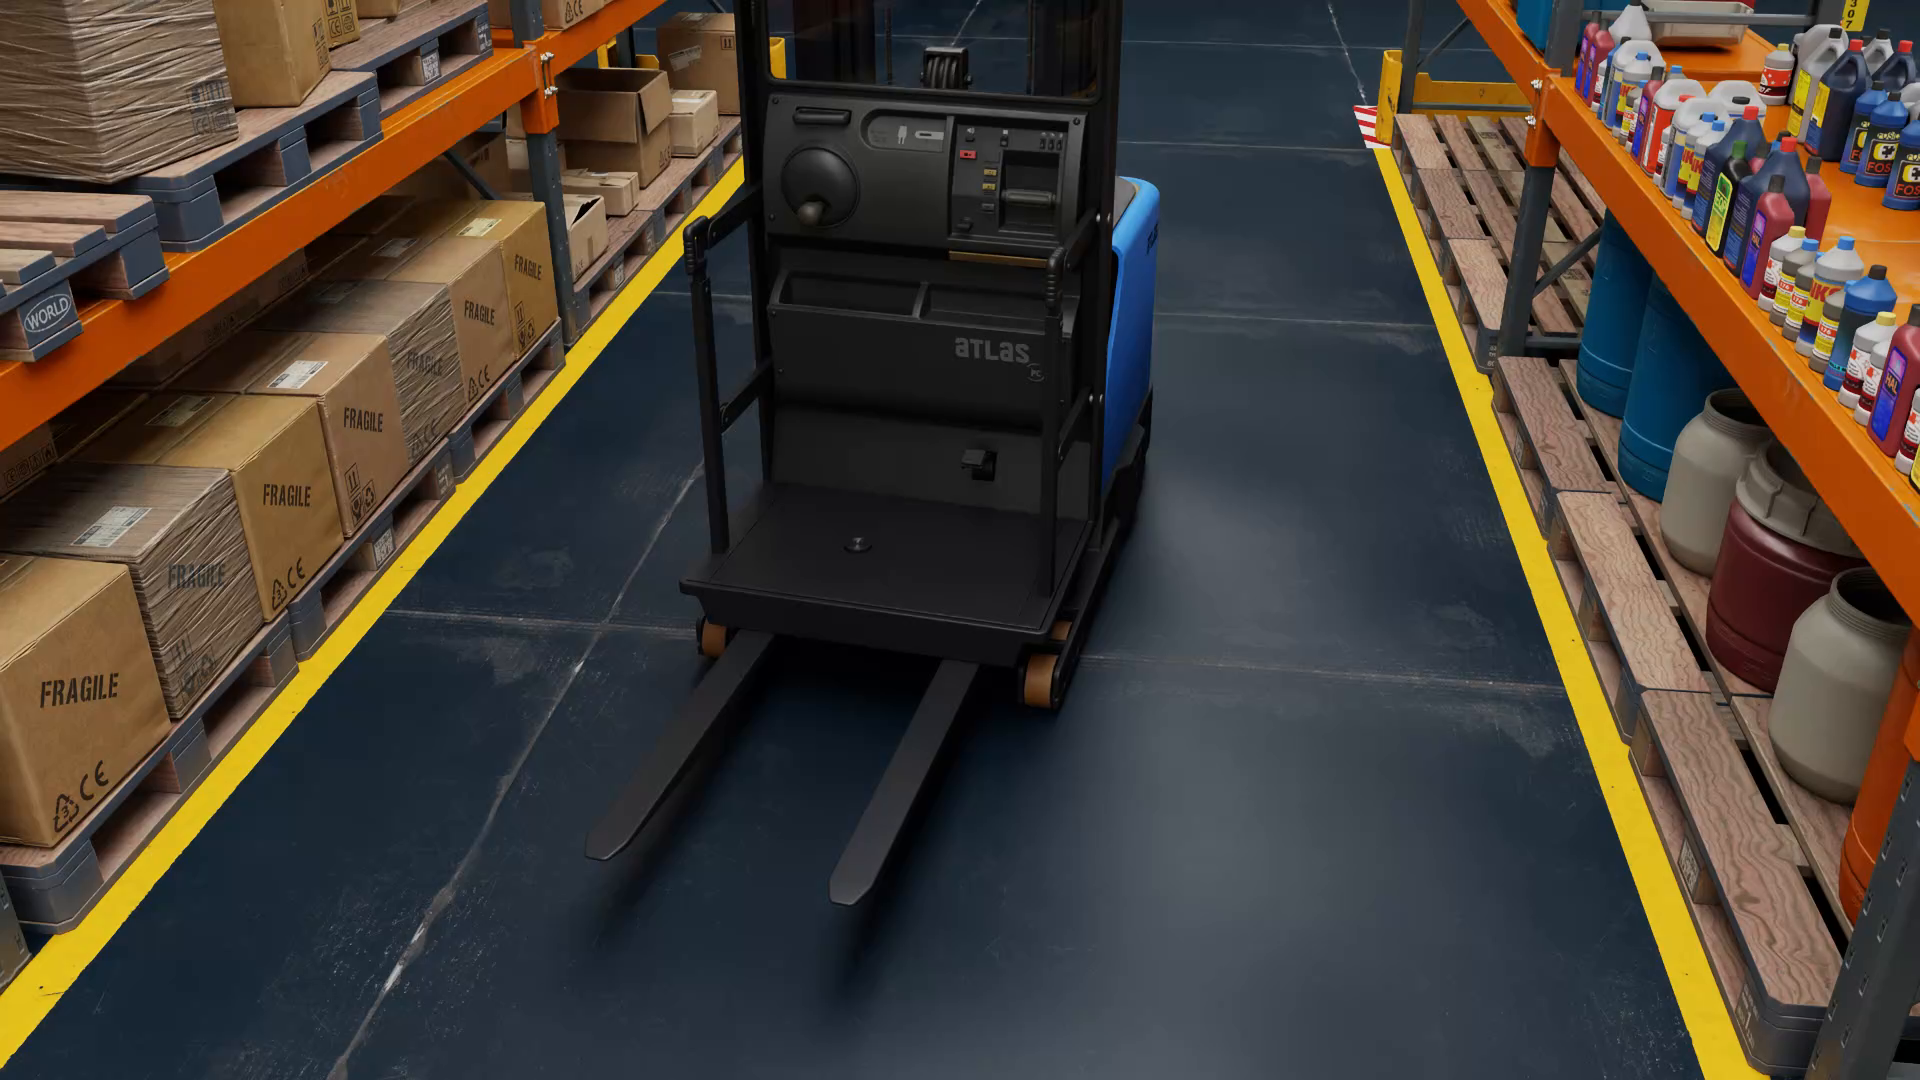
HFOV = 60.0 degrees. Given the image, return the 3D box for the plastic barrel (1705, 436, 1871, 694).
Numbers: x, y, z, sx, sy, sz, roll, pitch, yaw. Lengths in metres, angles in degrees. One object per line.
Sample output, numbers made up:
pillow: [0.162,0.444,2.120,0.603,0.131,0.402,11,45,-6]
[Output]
plastic barrel: [2.409,0.070,4.558,0.600,0.588,0.708,3,28,6]

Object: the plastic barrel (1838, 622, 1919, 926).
plastic barrel: [2.271,0.495,3.514,0.600,0.830,0.708,3,28,6]

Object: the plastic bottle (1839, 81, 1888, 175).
plastic bottle: [2.758,-1.255,5.053,0.097,0.271,0.097,0,28,0]

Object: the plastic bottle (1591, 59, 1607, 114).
plastic bottle: [2.237,-1.574,5.718,0.097,0.201,0.097,0,28,0]

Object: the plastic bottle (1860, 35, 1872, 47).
plastic bottle: [3.007,-1.560,5.606,0.061,0.283,0.133,3,28,6]

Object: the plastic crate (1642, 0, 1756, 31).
plastic crate: [3.076,-2.387,6.888,0.402,0.464,0.583,3,28,6]

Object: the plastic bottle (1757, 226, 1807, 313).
plastic bottle: [1.998,-0.655,4.012,0.097,0.201,0.097,0,28,0]

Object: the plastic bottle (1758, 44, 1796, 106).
plastic bottle: [2.864,-1.634,5.830,0.097,0.201,0.097,0,28,0]

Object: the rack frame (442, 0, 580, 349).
rack frame: [-2.198,-2.217,6.702,1.000,3.000,0.127,3,28,6]

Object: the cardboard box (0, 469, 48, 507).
cardboard box: [-2.806,0.119,4.538,0.500,0.500,0.500,4,29,8]

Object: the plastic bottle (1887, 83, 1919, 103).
plastic bottle: [2.884,-1.259,5.055,0.152,0.276,0.135,3,28,6]

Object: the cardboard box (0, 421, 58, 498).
cardboard box: [-2.804,-0.238,4.410,0.500,0.250,0.500,4,29,8]

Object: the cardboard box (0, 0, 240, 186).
cardboard box: [-2.421,-1.285,4.425,0.700,0.500,0.500,9,30,16]

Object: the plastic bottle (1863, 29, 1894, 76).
plastic bottle: [2.930,-1.454,5.338,0.144,0.351,0.185,3,28,6]

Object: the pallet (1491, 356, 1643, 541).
pallet: [2.582,-0.339,6.156,1.003,0.211,1.213,3,28,6]

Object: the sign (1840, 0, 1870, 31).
sign: [3.263,-2.016,6.038,0.100,0.325,0.005,3,28,6]

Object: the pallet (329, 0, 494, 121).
pallet: [-2.404,-1.762,6.061,1.003,0.211,1.213,3,28,6]

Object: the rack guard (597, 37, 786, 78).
rack guard: [-1.717,-2.963,10.724,1.175,0.500,0.348,3,28,6]

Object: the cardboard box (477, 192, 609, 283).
cardboard box: [-1.932,-1.412,7.579,0.500,0.311,0.500,3,28,6]

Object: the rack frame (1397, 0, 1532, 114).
rack frame: [3.208,-3.810,9.659,1.000,3.000,0.127,3,28,6]

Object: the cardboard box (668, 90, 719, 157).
cardboard box: [-1.676,-2.367,9.416,0.500,0.250,0.500,3,28,6]

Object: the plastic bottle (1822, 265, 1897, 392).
plastic bottle: [1.938,-0.456,3.570,0.097,0.271,0.097,0,28,0]

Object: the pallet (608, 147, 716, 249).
pallet: [-1.966,-1.888,9.032,1.003,0.211,1.213,3,28,6]

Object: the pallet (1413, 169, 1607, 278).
pallet: [2.916,-1.624,8.542,1.003,0.211,1.213,3,28,6]

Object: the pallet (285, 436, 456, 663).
pallet: [-2.407,-0.028,5.580,1.003,0.211,1.213,3,28,6]

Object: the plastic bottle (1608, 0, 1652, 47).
plastic bottle: [2.348,-1.740,5.868,0.144,0.351,0.185,3,28,6]

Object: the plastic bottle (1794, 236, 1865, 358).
plastic bottle: [1.962,-0.548,3.740,0.097,0.271,0.097,0,28,0]

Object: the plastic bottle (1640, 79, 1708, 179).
plastic bottle: [2.169,-1.241,5.022,0.152,0.276,0.135,3,28,6]

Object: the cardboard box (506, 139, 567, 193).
cardboard box: [-2.318,-1.864,8.419,0.500,0.311,0.500,3,28,6]

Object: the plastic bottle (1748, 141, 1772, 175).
plastic bottle: [2.093,-0.892,4.367,0.061,0.283,0.133,3,28,6]

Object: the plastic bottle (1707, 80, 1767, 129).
plastic bottle: [2.320,-1.232,5.005,0.152,0.276,0.135,3,28,6]

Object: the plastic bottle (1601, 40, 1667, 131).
plastic bottle: [2.238,-1.505,5.511,0.152,0.276,0.135,3,28,6]

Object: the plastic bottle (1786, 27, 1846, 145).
plastic bottle: [2.787,-1.462,5.353,0.144,0.351,0.185,3,28,6]

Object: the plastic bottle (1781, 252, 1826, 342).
plastic bottle: [1.974,-0.563,3.842,0.097,0.201,0.097,0,28,0]

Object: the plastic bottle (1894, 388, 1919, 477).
plastic bottle: [1.886,-0.225,3.215,0.097,0.201,0.097,0,28,0]

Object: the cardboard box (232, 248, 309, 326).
cardboard box: [-2.622,-0.956,5.743,0.500,0.250,0.500,3,29,6]

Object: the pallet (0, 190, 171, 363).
pallet: [-2.675,-0.573,3.853,1.213,0.211,1.003,3,28,6]

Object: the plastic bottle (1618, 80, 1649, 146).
plastic bottle: [2.185,-1.373,5.345,0.097,0.201,0.097,0,28,0]

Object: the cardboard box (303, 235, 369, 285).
cardboard box: [-2.553,-0.845,6.327,0.500,0.500,0.500,4,29,7]

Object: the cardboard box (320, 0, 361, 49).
cardboard box: [-2.499,-1.908,5.581,0.700,0.500,0.500,8,29,14]

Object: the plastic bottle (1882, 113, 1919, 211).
plastic bottle: [2.713,-1.083,4.733,0.097,0.271,0.097,0,28,0]

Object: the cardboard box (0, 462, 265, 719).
cardboard box: [-2.290,0.128,4.521,0.500,0.500,0.500,2,28,4]

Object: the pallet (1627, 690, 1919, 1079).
pallet: [2.283,0.810,4.024,1.003,0.211,1.213,3,28,6]

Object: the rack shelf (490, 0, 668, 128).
rack shelf: [-1.953,-2.842,8.620,1.077,0.370,4.000,3,28,6]

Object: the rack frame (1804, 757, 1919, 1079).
rack frame: [2.231,-0.044,2.669,0.949,2.616,0.053,3,28,6]

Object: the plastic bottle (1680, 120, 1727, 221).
plastic bottle: [2.088,-1.031,4.637,0.097,0.271,0.097,0,28,0]

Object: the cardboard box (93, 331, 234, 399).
cardboard box: [-2.685,-0.372,5.450,0.500,0.500,0.500,2,28,4]

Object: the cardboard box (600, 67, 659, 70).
cardboard box: [-2.100,-2.861,10.440,0.380,0.149,0.250,3,28,6]

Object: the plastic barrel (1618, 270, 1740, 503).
plastic barrel: [2.547,-0.600,5.470,0.600,0.901,0.708,3,28,6]

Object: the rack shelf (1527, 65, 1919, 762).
rack shelf: [2.473,-0.669,4.588,1.077,0.370,4.000,3,28,6]

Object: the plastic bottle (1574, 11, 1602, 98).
plastic bottle: [2.249,-1.728,5.918,0.061,0.283,0.133,3,28,6]

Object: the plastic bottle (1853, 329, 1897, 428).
plastic bottle: [1.914,-0.334,3.417,0.097,0.201,0.097,0,28,0]

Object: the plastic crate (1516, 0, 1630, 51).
plastic crate: [2.436,-2.186,6.599,0.392,0.384,0.575,3,28,6]

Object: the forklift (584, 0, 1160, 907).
forklift: [-0.164,-1.004,4.523,1.130,2.935,3.031,7,29,13]

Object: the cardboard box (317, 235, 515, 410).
cardboard box: [-2.043,-0.829,6.298,0.500,0.500,0.500,3,29,6]

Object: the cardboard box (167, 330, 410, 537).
cardboard box: [-2.165,-0.353,5.415,0.500,0.500,0.500,2,28,4]

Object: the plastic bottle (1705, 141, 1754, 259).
plastic bottle: [2.033,-0.896,4.373,0.061,0.283,0.133,3,28,6]

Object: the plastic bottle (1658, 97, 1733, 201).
plastic bottle: [2.141,-1.132,4.819,0.152,0.276,0.135,3,28,6]

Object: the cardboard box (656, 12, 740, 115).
cardboard box: [-1.530,-2.923,10.184,0.500,0.500,0.500,3,28,6]

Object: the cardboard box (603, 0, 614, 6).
cardboard box: [-1.805,-2.726,7.542,0.500,0.500,0.500,4,29,7]
